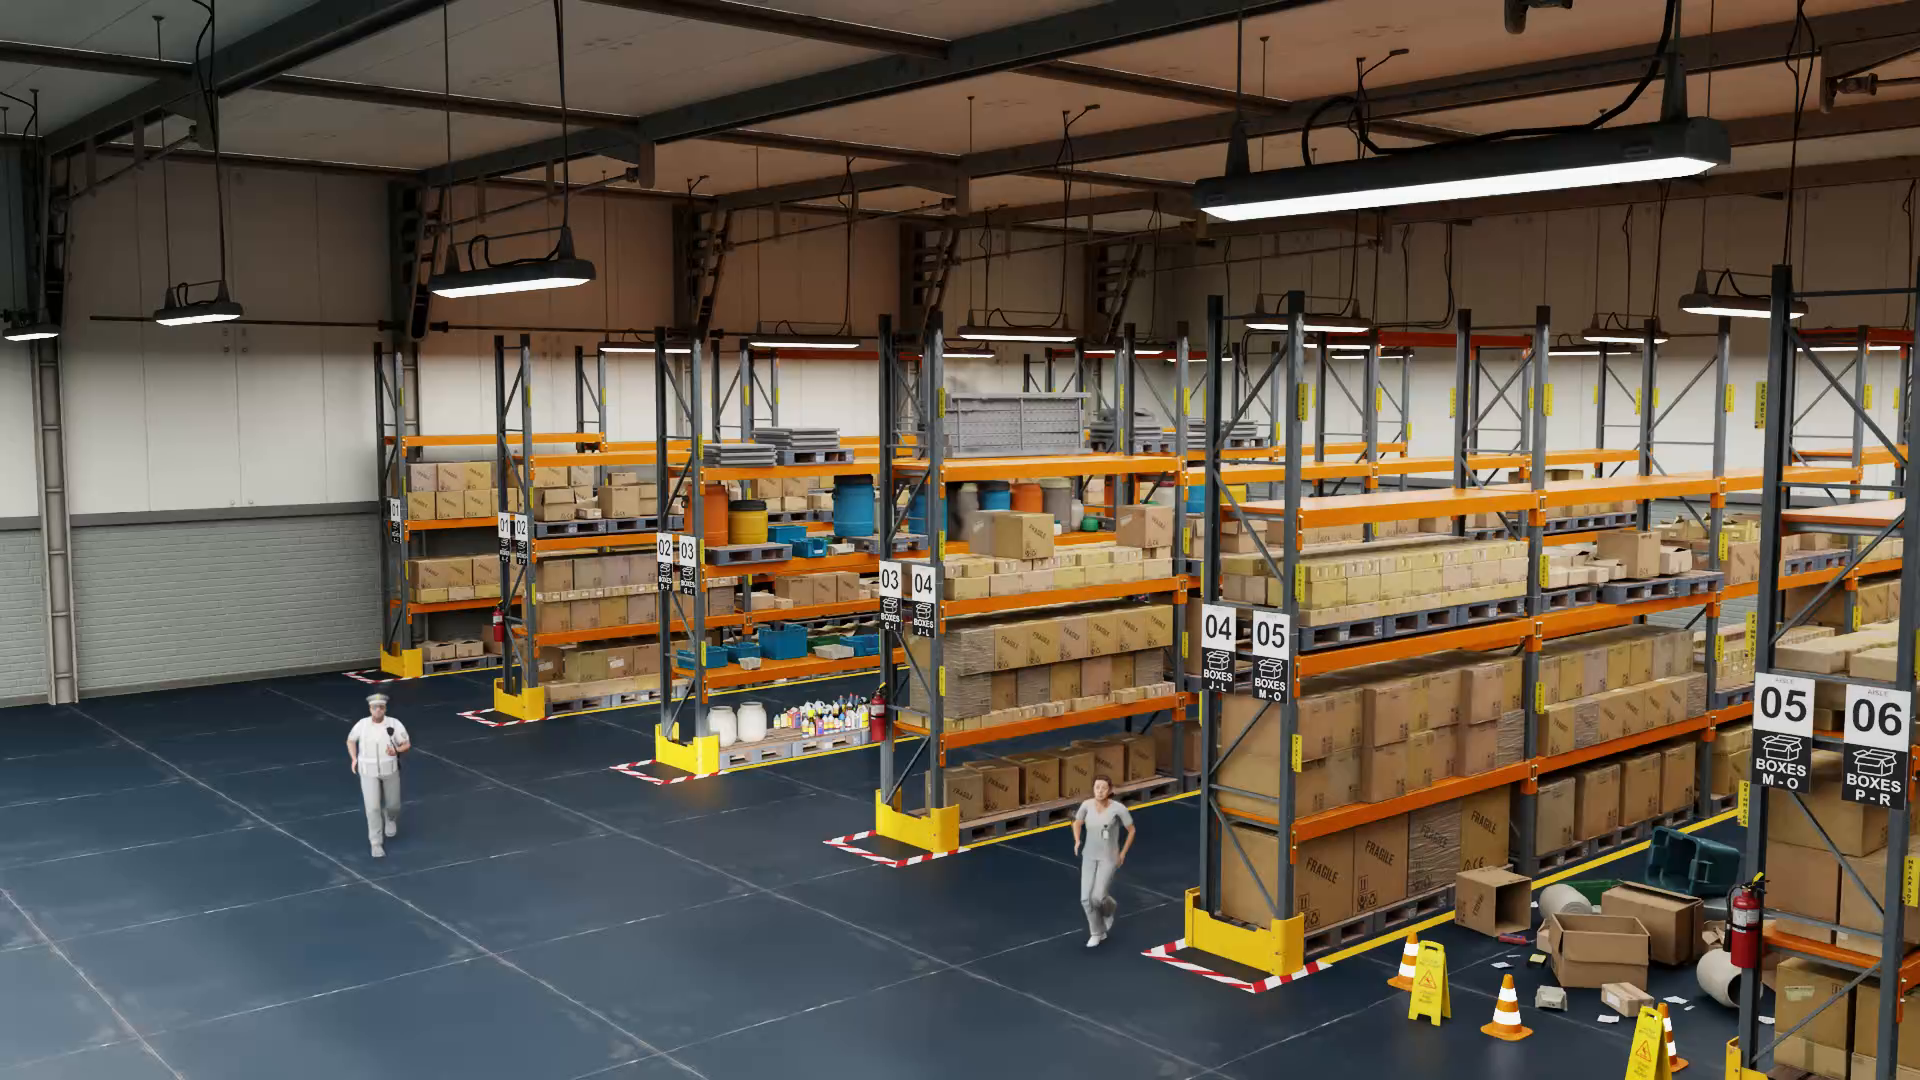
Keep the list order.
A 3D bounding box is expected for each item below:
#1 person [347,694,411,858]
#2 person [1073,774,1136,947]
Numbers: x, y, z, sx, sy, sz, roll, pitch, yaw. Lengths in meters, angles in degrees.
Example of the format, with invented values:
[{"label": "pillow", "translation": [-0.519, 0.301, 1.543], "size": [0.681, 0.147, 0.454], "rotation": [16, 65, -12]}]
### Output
[{"label": "person", "translation": [-6.488, 2.582, 18.591], "size": [0.672, 1.755, 0.933], "rotation": [-2, 6, -20]}, {"label": "person", "translation": [1.313, 2.970, 15.443], "size": [0.586, 1.635, 0.575], "rotation": [3, 6, 27]}]
